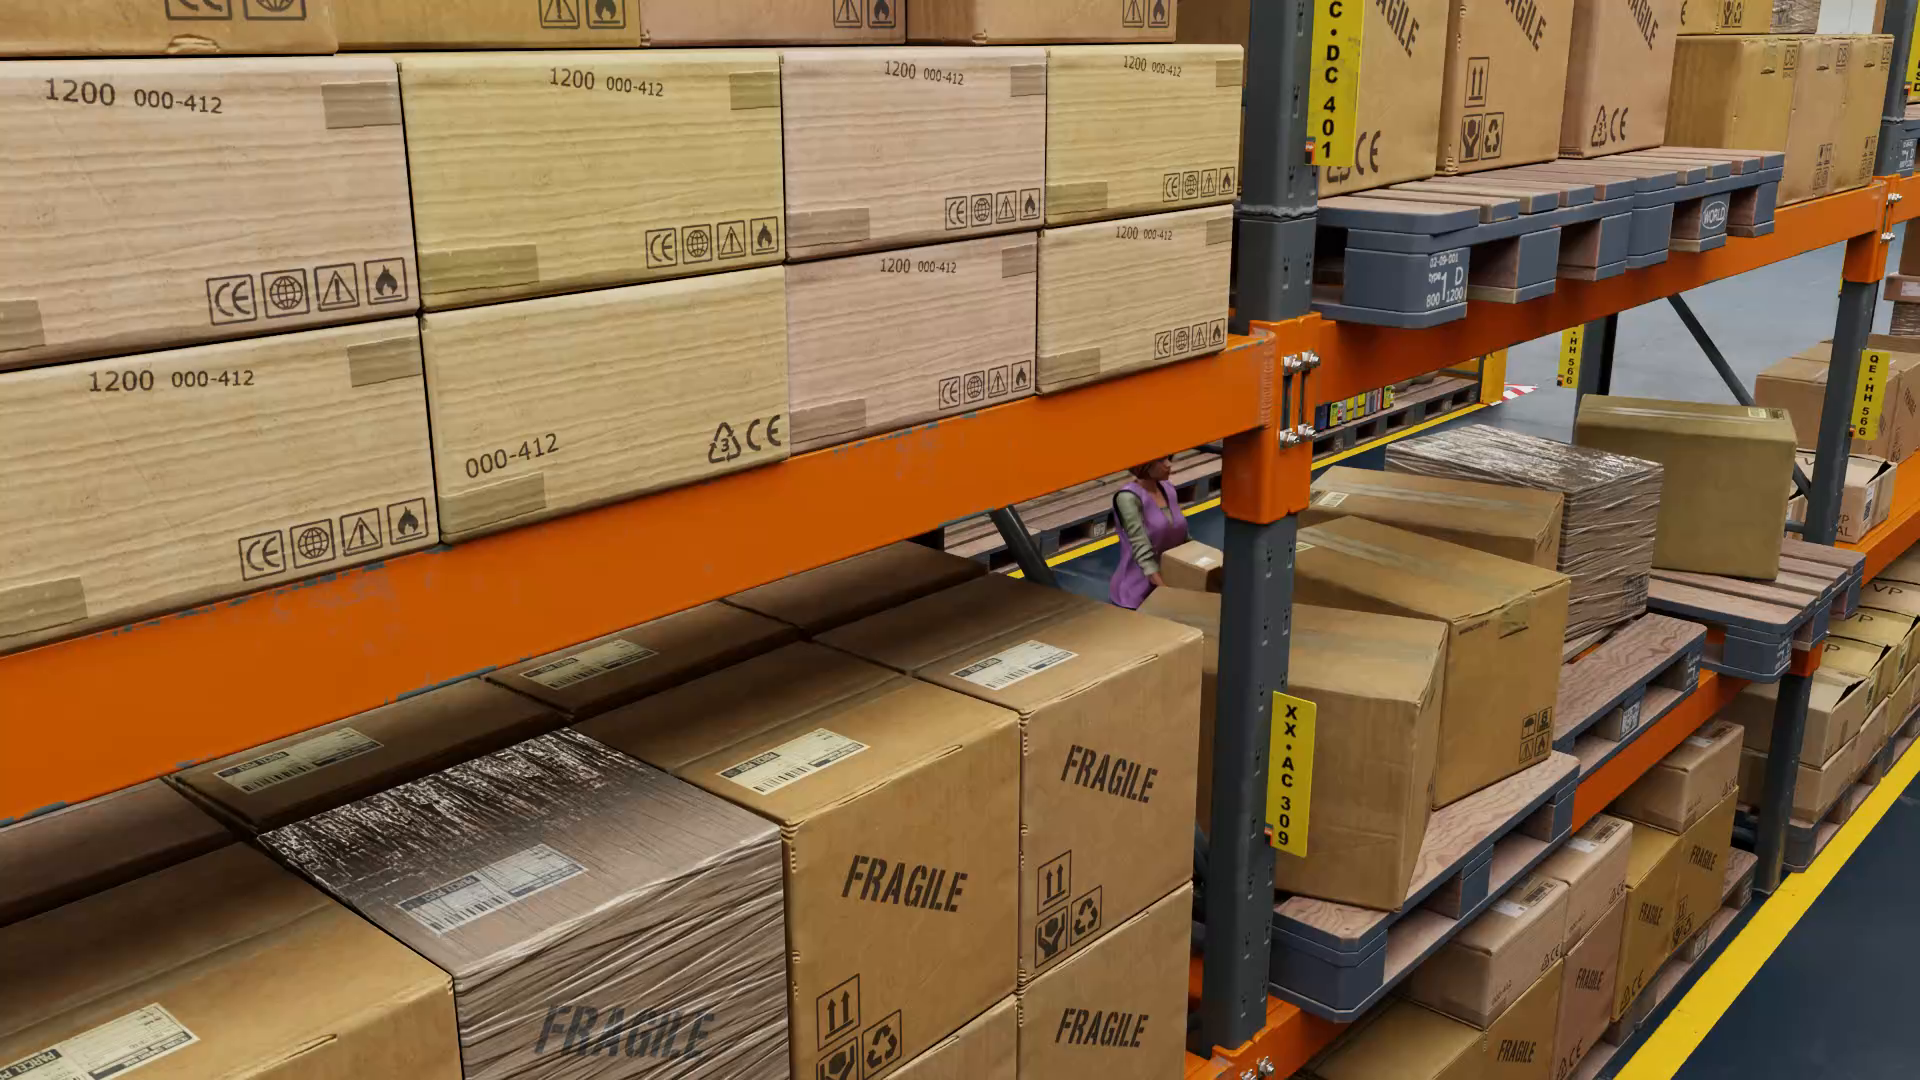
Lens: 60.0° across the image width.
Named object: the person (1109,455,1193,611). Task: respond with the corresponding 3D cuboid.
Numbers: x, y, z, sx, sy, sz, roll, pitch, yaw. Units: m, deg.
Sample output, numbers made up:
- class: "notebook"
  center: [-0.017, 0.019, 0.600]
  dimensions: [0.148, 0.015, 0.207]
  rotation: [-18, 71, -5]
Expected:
- class: "person"
  center: [0.927, 0.303, 7.593]
  dimensions: [0.496, 1.597, 0.397]
  rotation: [15, 23, 40]
